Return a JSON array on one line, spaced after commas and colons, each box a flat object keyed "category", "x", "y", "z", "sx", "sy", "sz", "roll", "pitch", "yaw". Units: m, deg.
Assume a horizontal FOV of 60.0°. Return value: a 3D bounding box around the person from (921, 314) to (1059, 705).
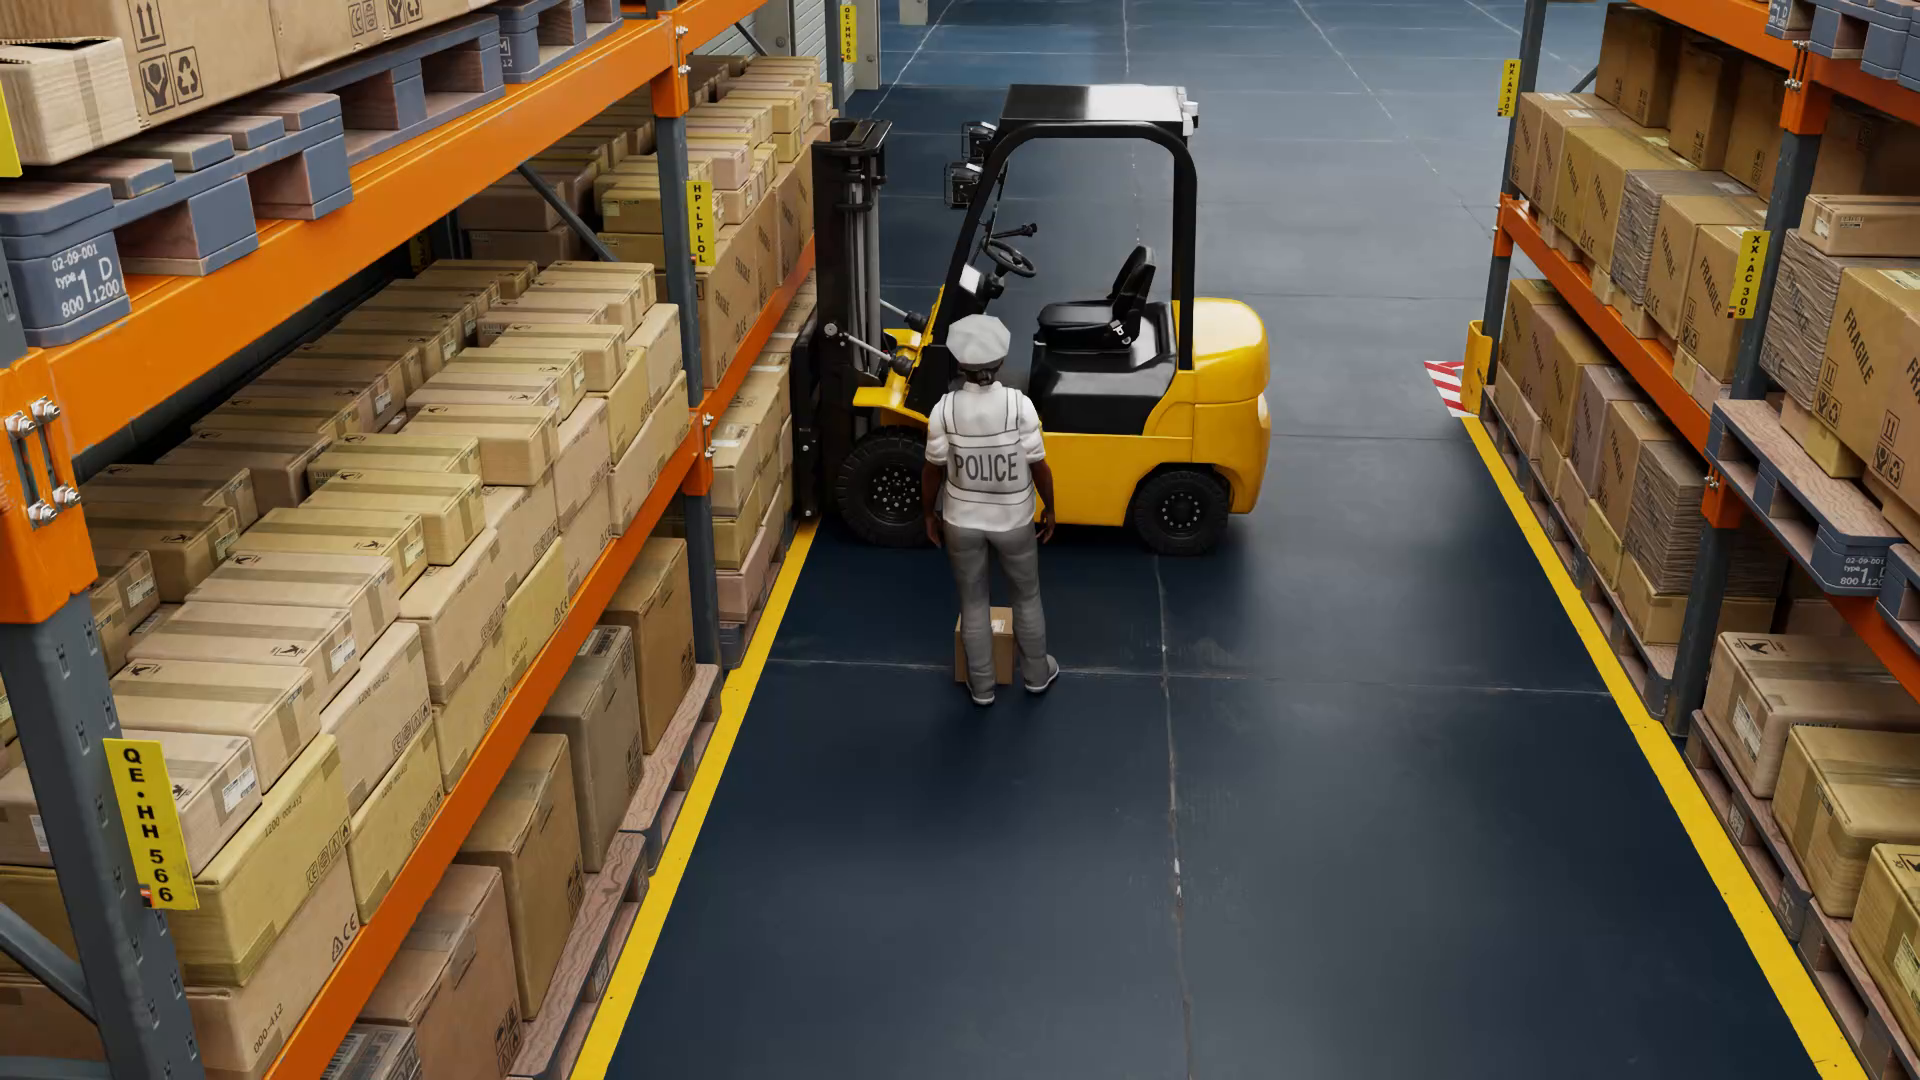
[{"category": "person", "x": 0.135, "y": -0.118, "z": 6.803, "sx": 0.570, "sy": 1.695, "sz": 0.528, "roll": 2, "pitch": 25, "yaw": 4}]
